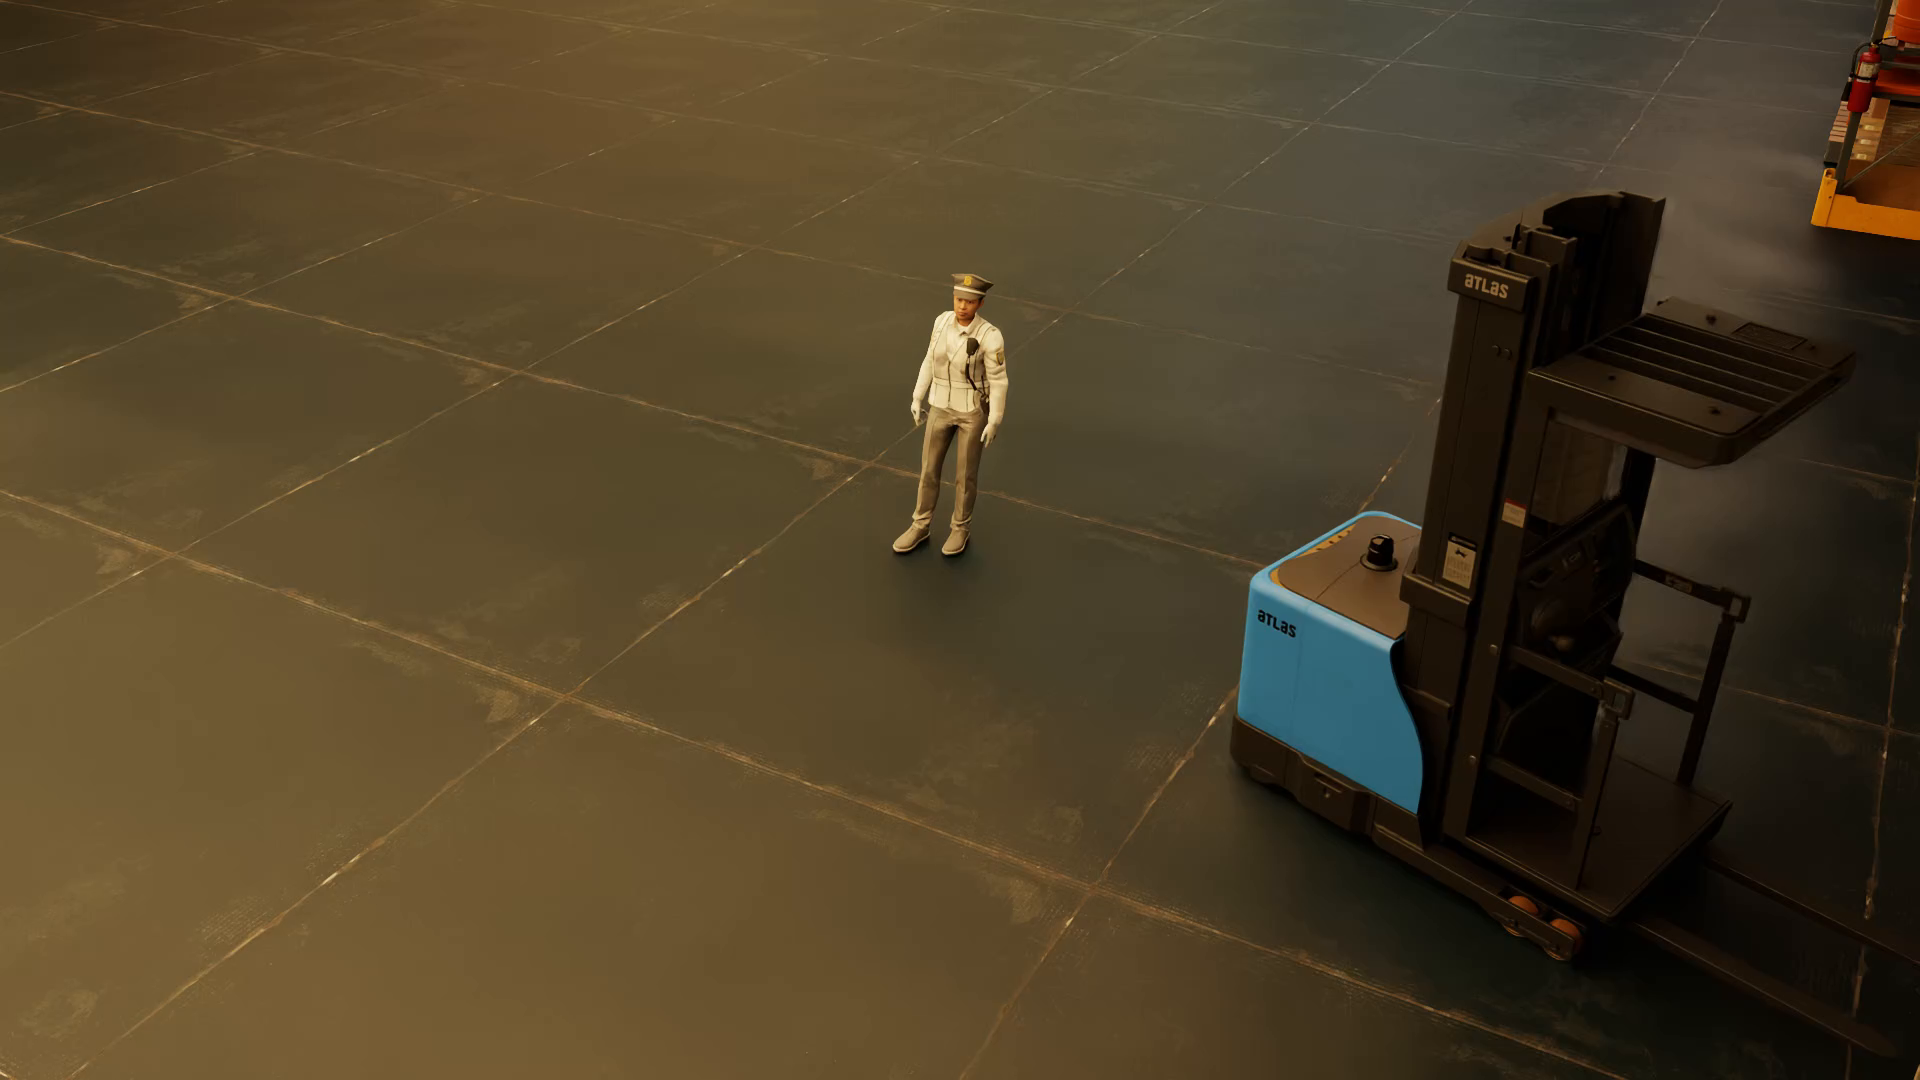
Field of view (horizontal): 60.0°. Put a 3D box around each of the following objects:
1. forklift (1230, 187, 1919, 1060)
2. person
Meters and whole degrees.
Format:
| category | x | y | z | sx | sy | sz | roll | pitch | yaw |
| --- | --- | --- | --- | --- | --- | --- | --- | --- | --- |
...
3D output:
| category | x | y | z | sx | sy | sz | roll | pitch | yaw |
| --- | --- | --- | --- | --- | --- | --- | --- | --- | --- |
| forklift | 2.685 | 0.196 | 6.731 | 1.130 | 2.935 | 3.031 | -25 | 38 | -36 |
| person | -0.038 | -0.712 | 9.527 | 0.587 | 1.696 | 0.534 | 15 | 33 | 25 |
